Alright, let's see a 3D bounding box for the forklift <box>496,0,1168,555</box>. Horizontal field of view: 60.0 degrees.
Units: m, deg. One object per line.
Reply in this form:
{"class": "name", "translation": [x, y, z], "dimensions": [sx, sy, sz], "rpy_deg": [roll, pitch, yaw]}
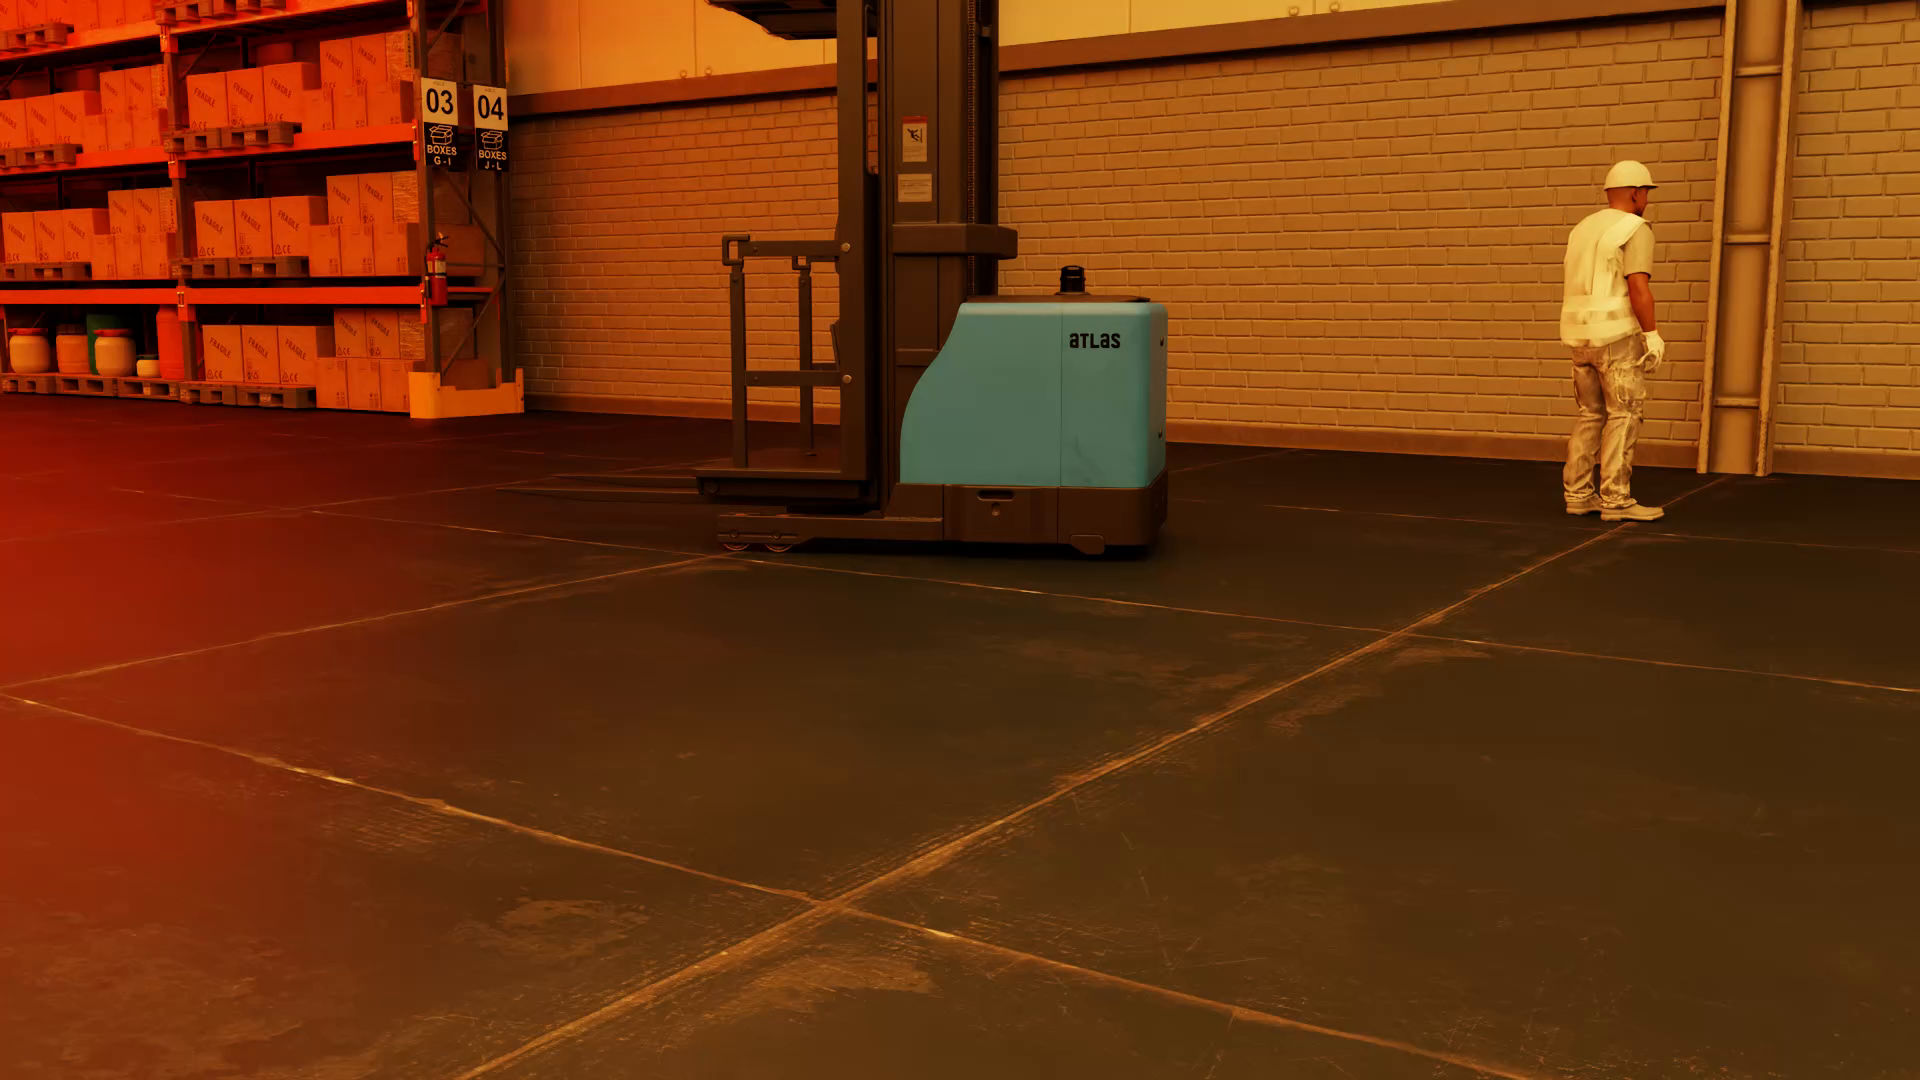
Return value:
{"class": "forklift", "translation": [-0.596, -1.469, 7.520], "dimensions": [3.031, 2.935, 1.130], "rpy_deg": [2, 8, 12]}

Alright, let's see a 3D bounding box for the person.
{"class": "person", "translation": [3.272, -1.001, 8.351], "dimensions": [0.449, 1.775, 0.632], "rpy_deg": [-2, 8, -15]}
